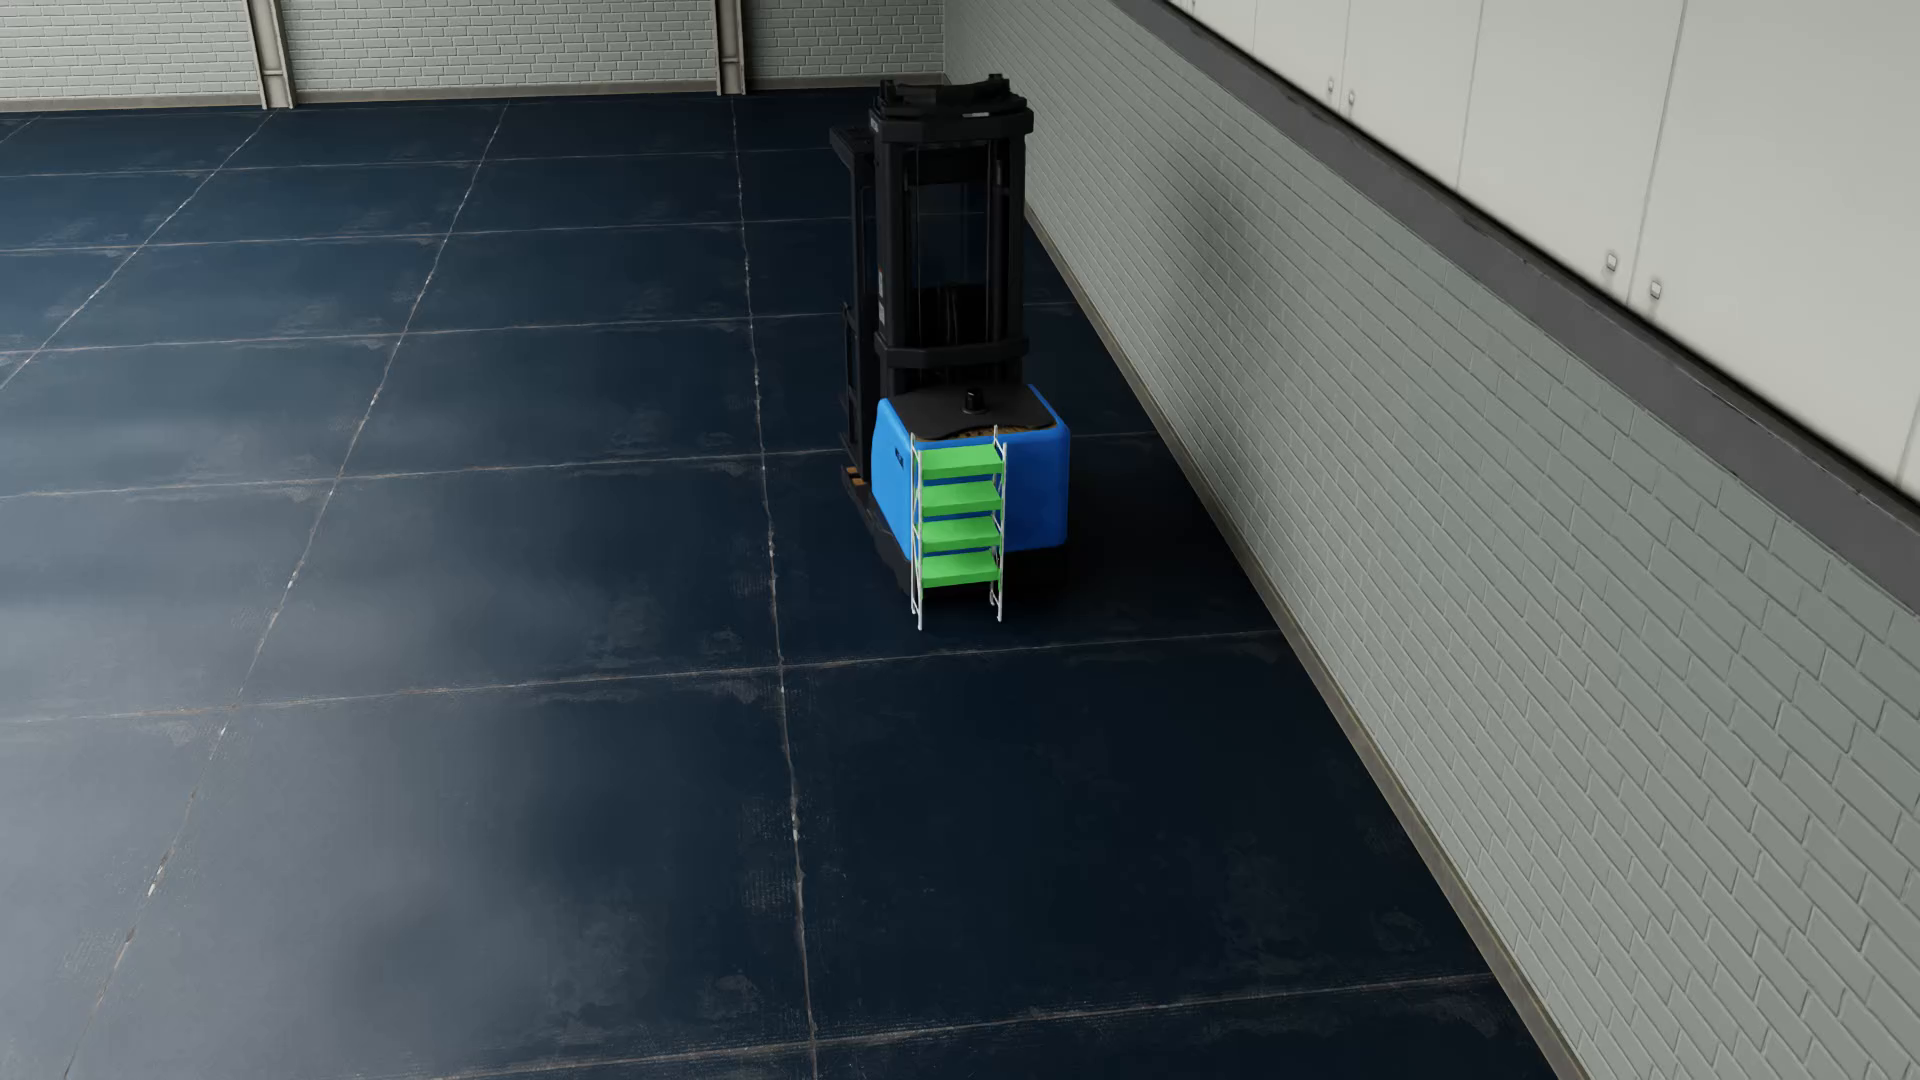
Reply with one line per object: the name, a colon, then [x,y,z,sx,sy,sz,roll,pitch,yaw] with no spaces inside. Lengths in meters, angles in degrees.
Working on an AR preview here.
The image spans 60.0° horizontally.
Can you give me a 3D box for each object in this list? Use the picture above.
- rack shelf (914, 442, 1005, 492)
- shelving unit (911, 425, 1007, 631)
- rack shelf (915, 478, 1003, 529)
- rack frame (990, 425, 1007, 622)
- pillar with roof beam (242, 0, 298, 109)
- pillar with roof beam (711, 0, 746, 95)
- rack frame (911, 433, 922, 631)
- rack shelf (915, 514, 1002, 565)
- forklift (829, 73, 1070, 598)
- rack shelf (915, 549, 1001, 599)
rack shelf: [-0.009,-0.419,9.529,0.480,0.148,0.258,-6,31,-11]
shelving unit: [-0.015,-0.061,9.740,0.503,1.200,0.258,-6,31,-11]
rack shelf: [-0.012,-0.213,9.651,0.480,0.148,0.258,-6,31,-11]
rack frame: [0.223,-0.086,9.788,0.015,1.200,0.240,-6,31,-11]
pillar with roof beam: [-8.506,-7.875,16.442,0.400,9.000,9.100,-4,27,-7]
pillar with roof beam: [-2.565,-8.256,17.186,0.400,9.000,9.100,-4,27,-7]
rack frame: [-0.253,-0.036,9.692,0.015,1.200,0.240,-6,31,-11]
rack shelf: [-0.016,-0.006,9.773,0.480,0.148,0.258,-6,31,-11]
forklift: [-0.202,-1.603,10.865,1.130,2.935,3.031,-7,28,-13]
rack shelf: [-0.019,0.201,9.895,0.480,0.148,0.258,-6,31,-11]
